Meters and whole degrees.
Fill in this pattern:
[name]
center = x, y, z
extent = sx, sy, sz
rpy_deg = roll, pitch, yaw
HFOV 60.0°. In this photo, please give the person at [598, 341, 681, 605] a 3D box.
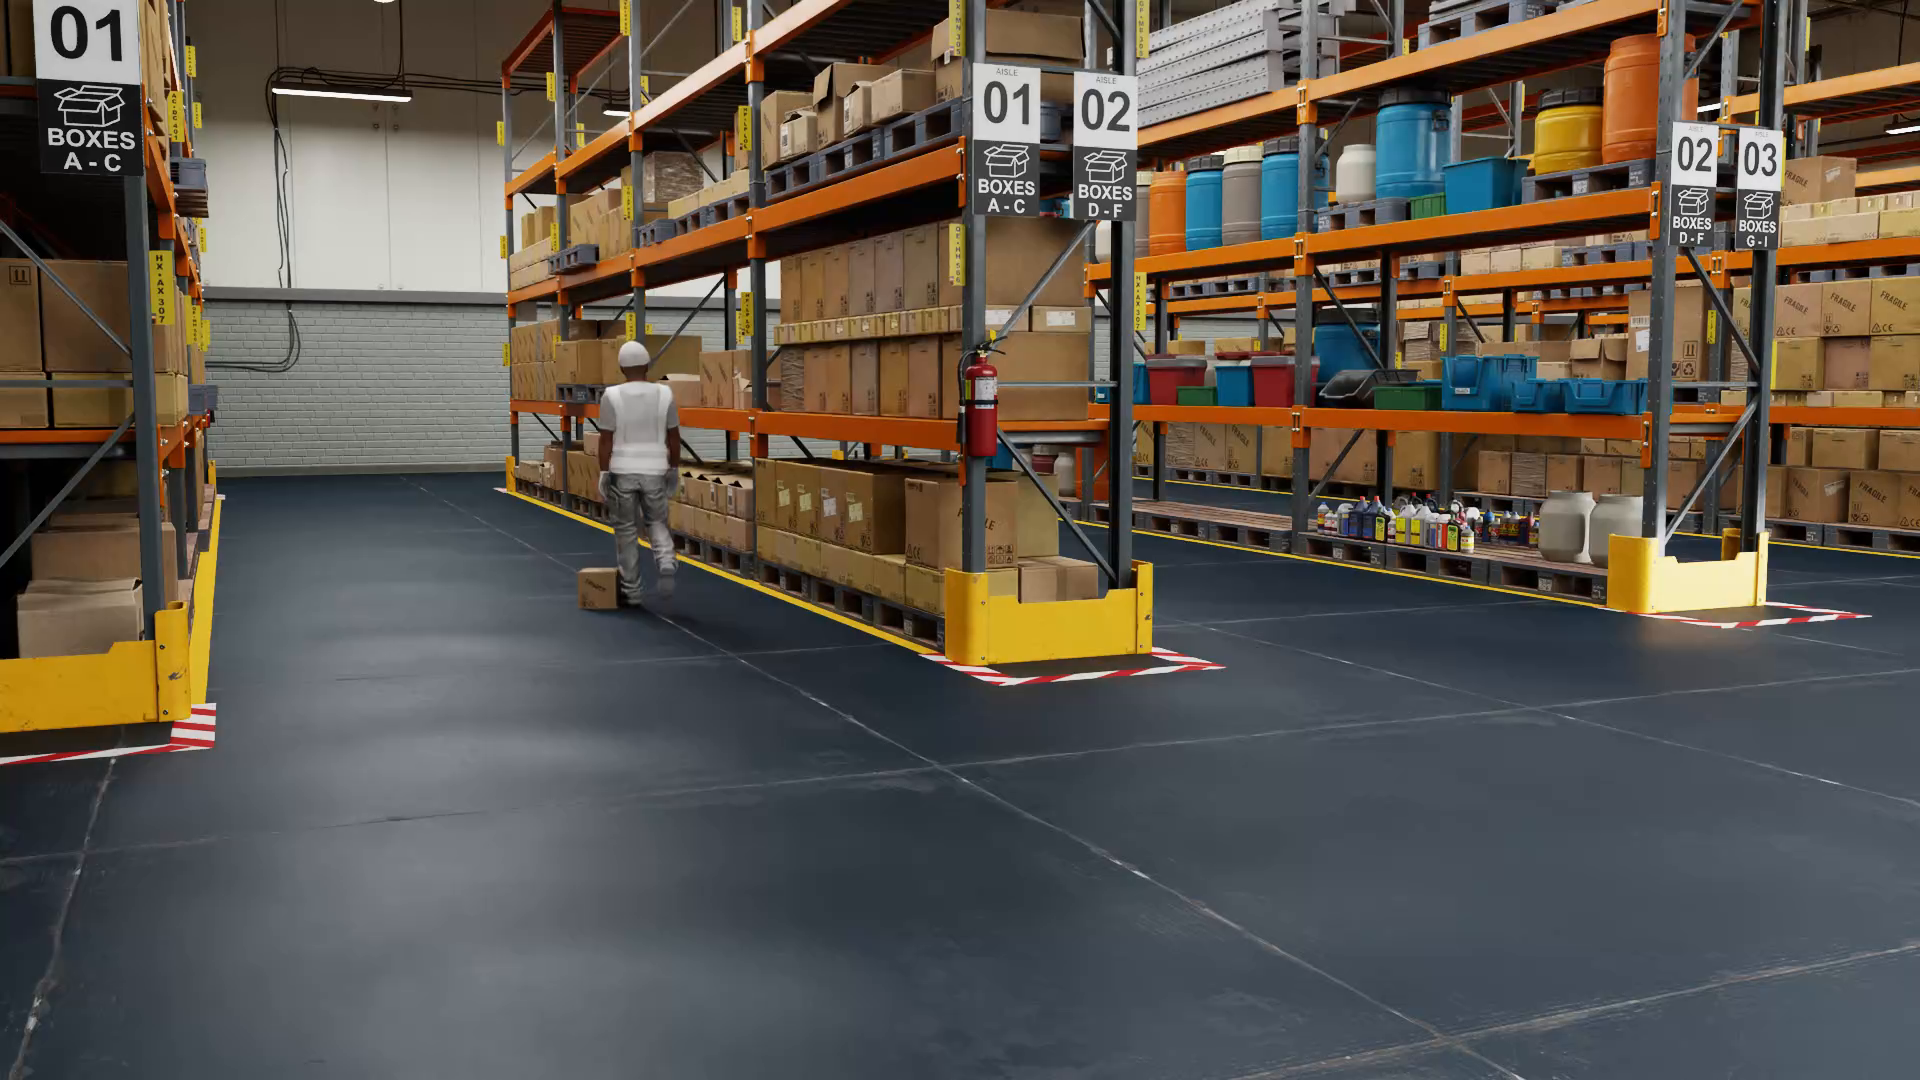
[person]
center = -2.153, -0.447, 11.192
extent = 0.556, 1.776, 0.622
rpy_deg = -2, 6, -25
